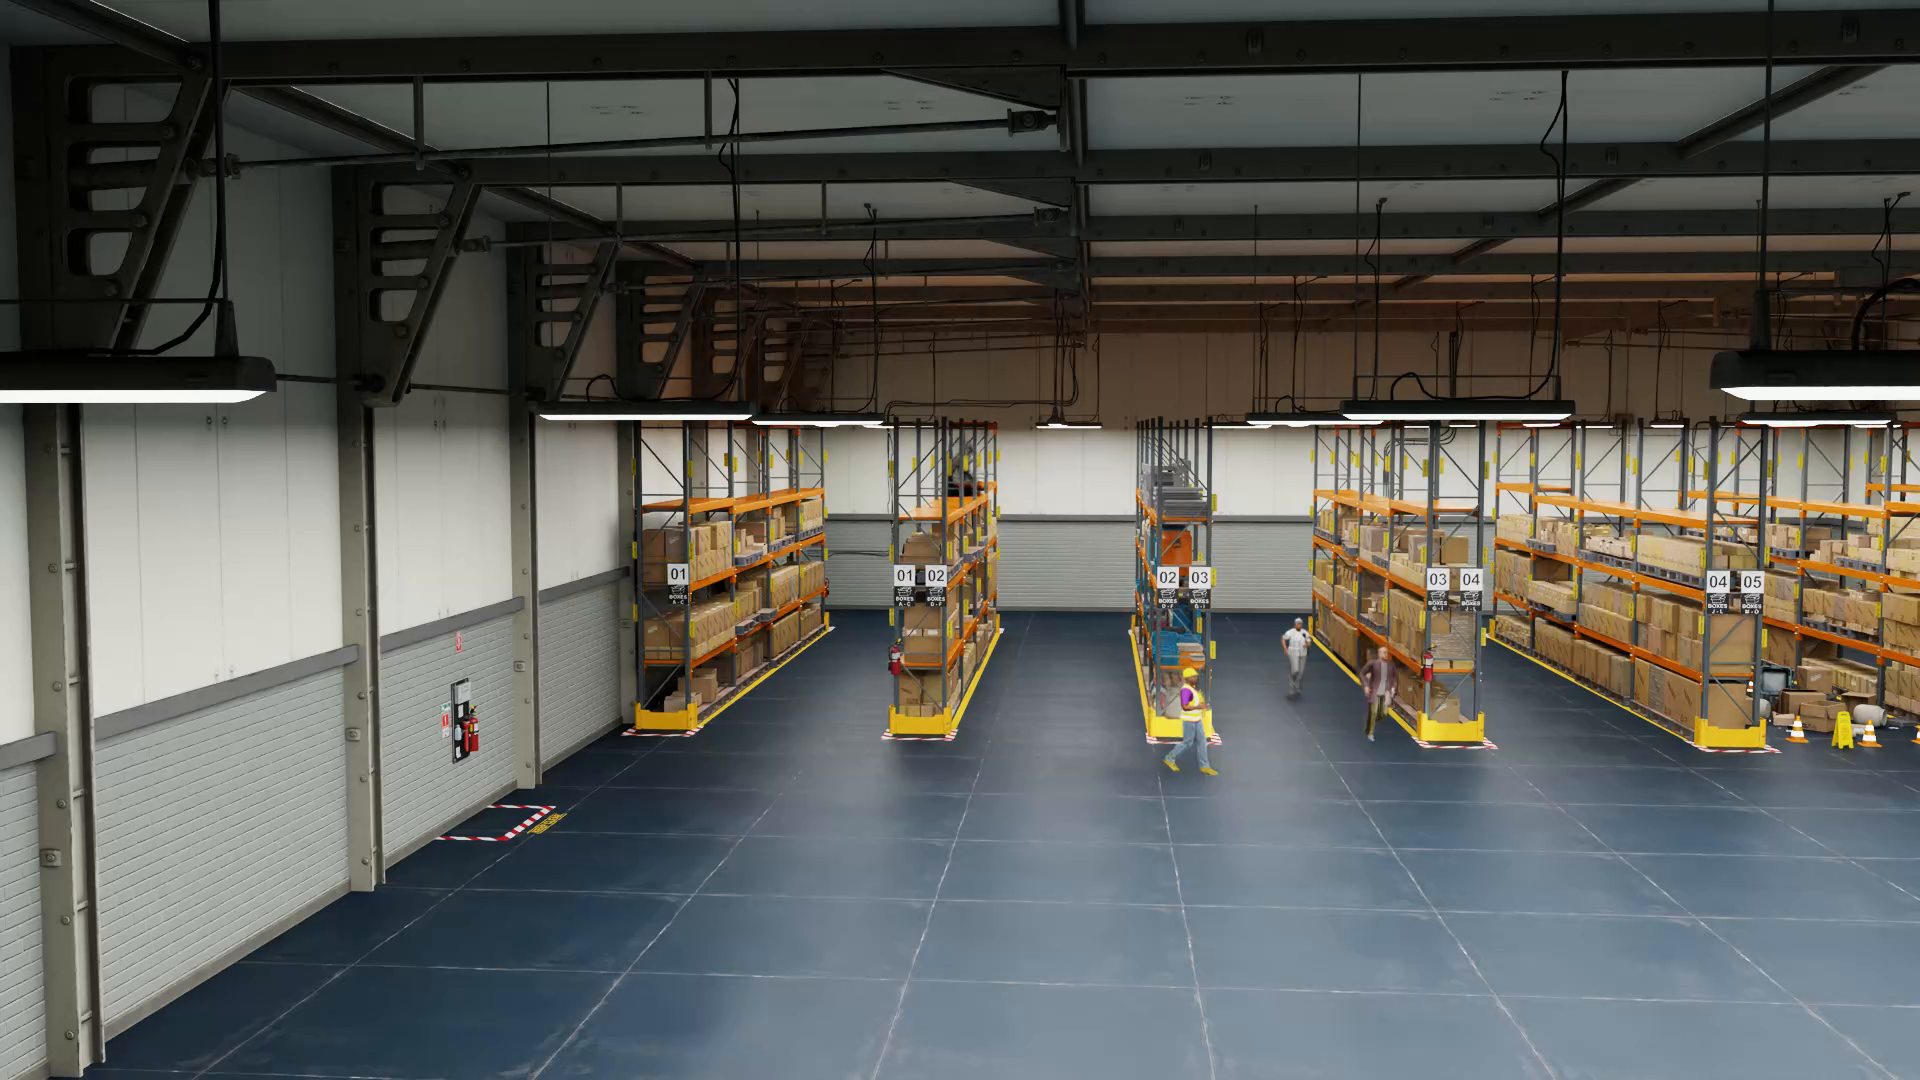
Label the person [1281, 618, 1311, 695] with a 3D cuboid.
[{"bbox_3d":[7.341,2.538,36.163,0.577,1.679,0.682,0,4,-7],"label":"person"}]

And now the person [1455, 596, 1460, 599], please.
[{"bbox_3d":[13.486,1.923,45.591,0.643,1.650,0.825,1,4,16],"label":"person"}]

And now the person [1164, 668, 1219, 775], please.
[{"bbox_3d":[3.845,3.003,27.603,0.917,1.765,0.700,2,4,26],"label":"person"}]

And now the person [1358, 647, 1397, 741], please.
[{"bbox_3d":[7.810,2.863,31.040,0.761,1.721,0.616,0,4,-6],"label":"person"}]
